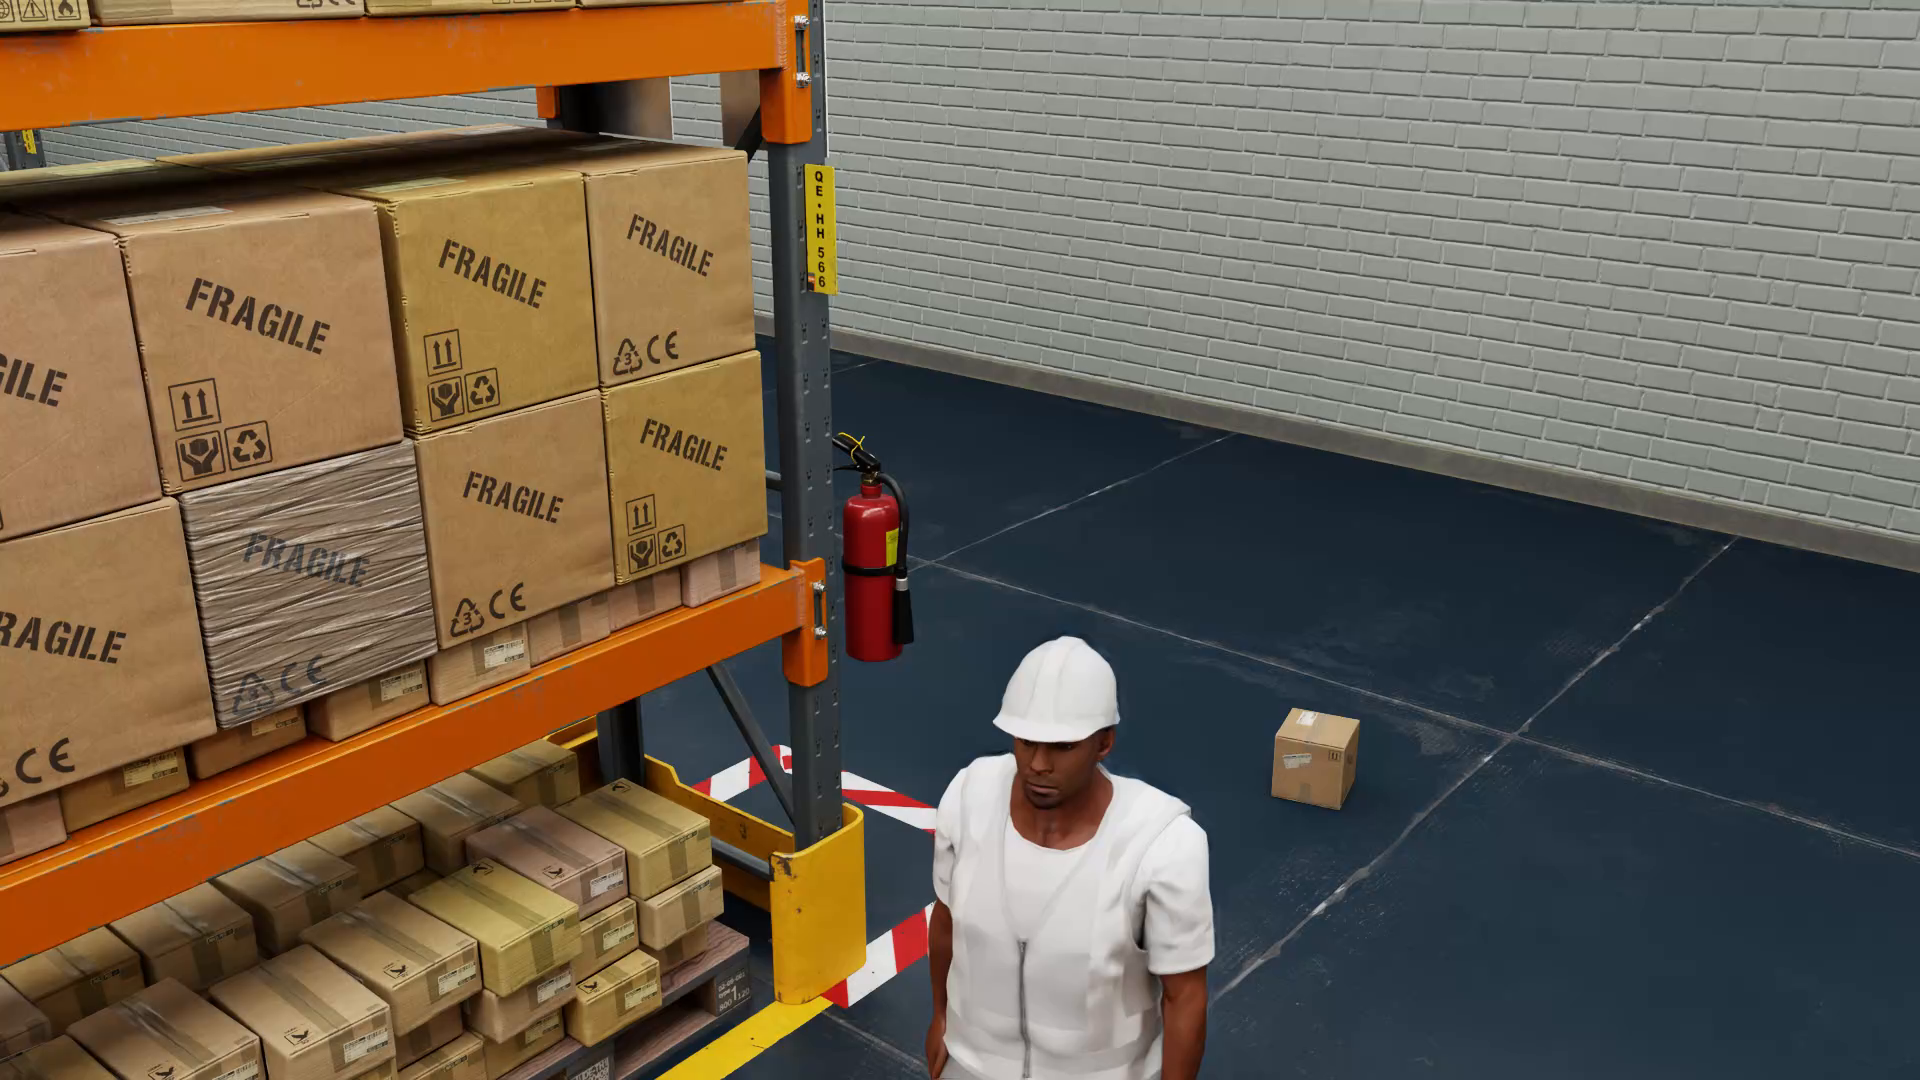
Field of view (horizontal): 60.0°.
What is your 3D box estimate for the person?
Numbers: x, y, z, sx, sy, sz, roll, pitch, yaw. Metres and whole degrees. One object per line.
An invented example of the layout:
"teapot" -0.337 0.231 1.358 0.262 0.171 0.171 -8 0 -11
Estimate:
"person" 0.169 1.037 3.189 0.598 1.799 0.532 8 21 20
